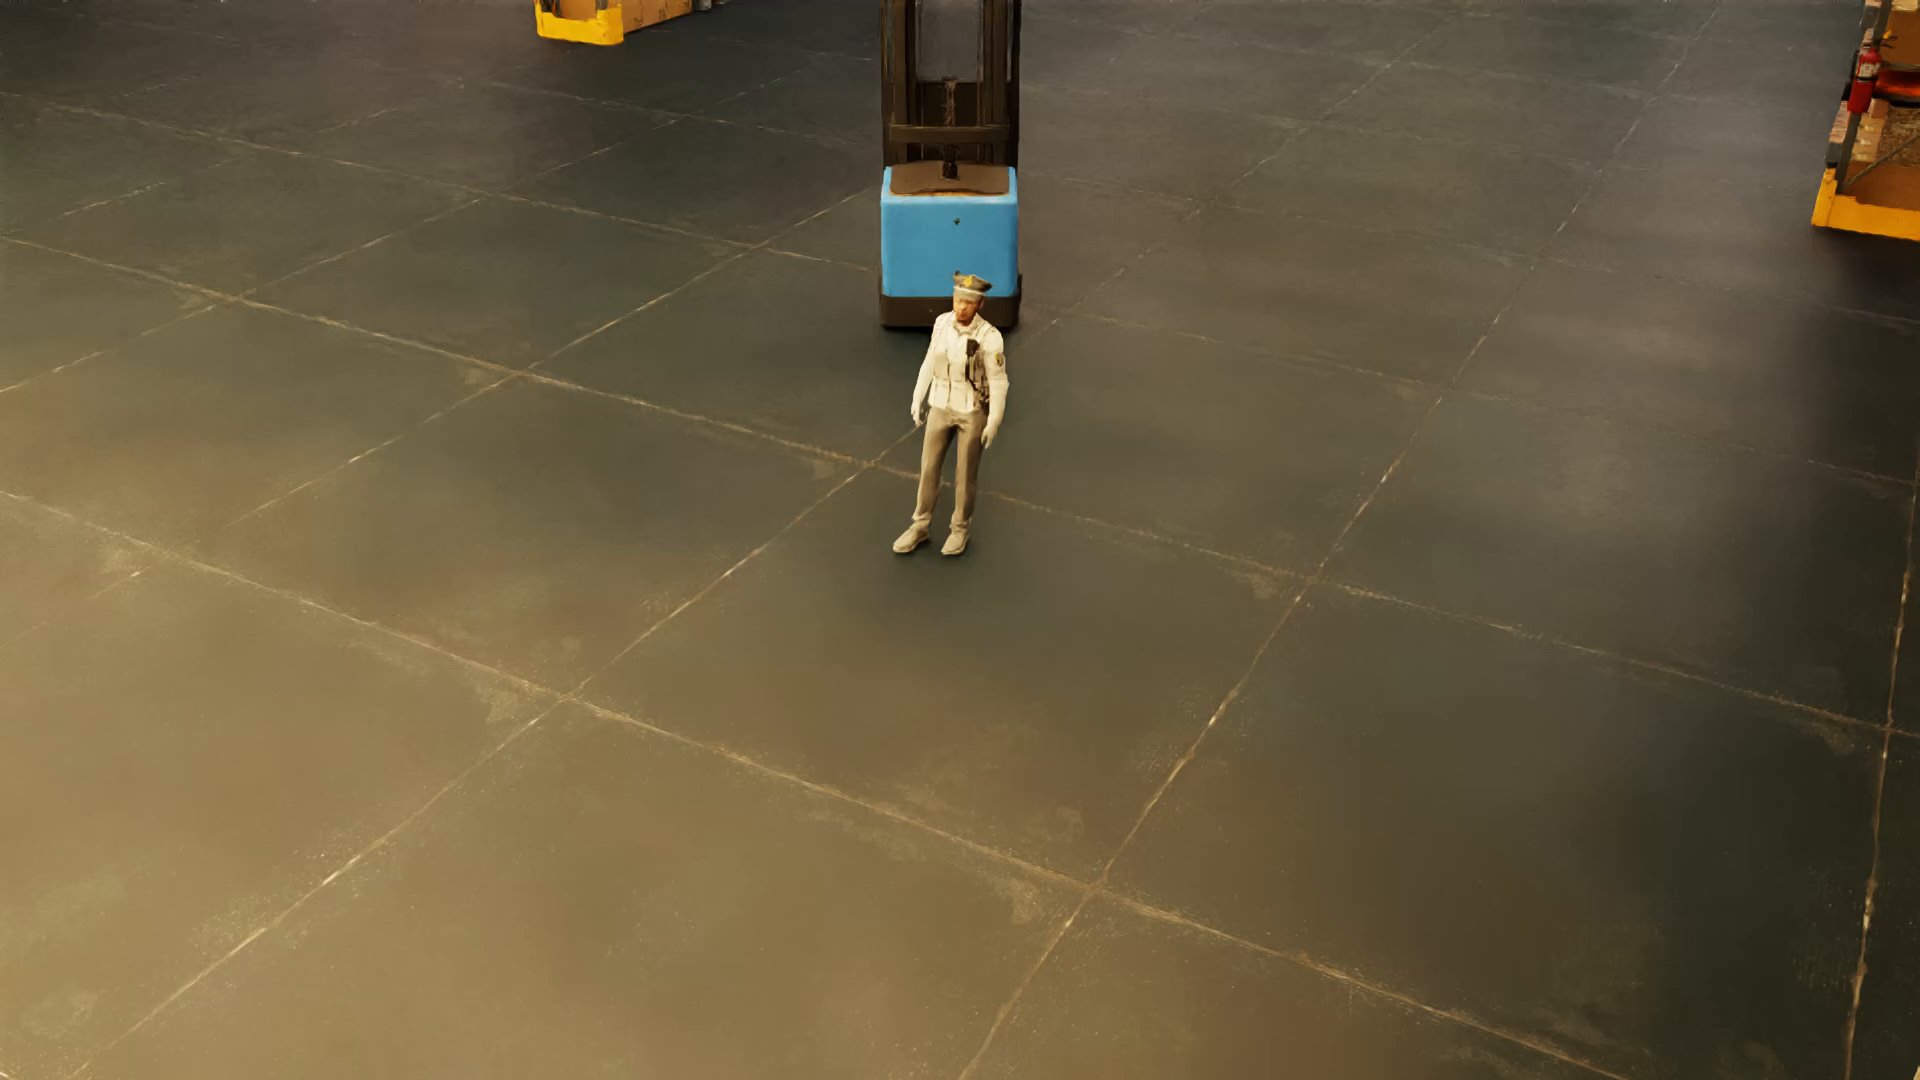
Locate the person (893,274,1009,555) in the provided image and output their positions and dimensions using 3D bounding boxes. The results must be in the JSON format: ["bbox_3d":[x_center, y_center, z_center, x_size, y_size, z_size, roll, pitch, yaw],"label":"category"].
[{"bbox_3d":[-0.039,-0.712,9.527,0.586,1.695,0.532,15,33,25],"label":"person"}]

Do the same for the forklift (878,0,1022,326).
[{"bbox_3d":[-0.076,-3.596,13.302,1.130,2.935,3.031,0,30,0],"label":"forklift"}]
